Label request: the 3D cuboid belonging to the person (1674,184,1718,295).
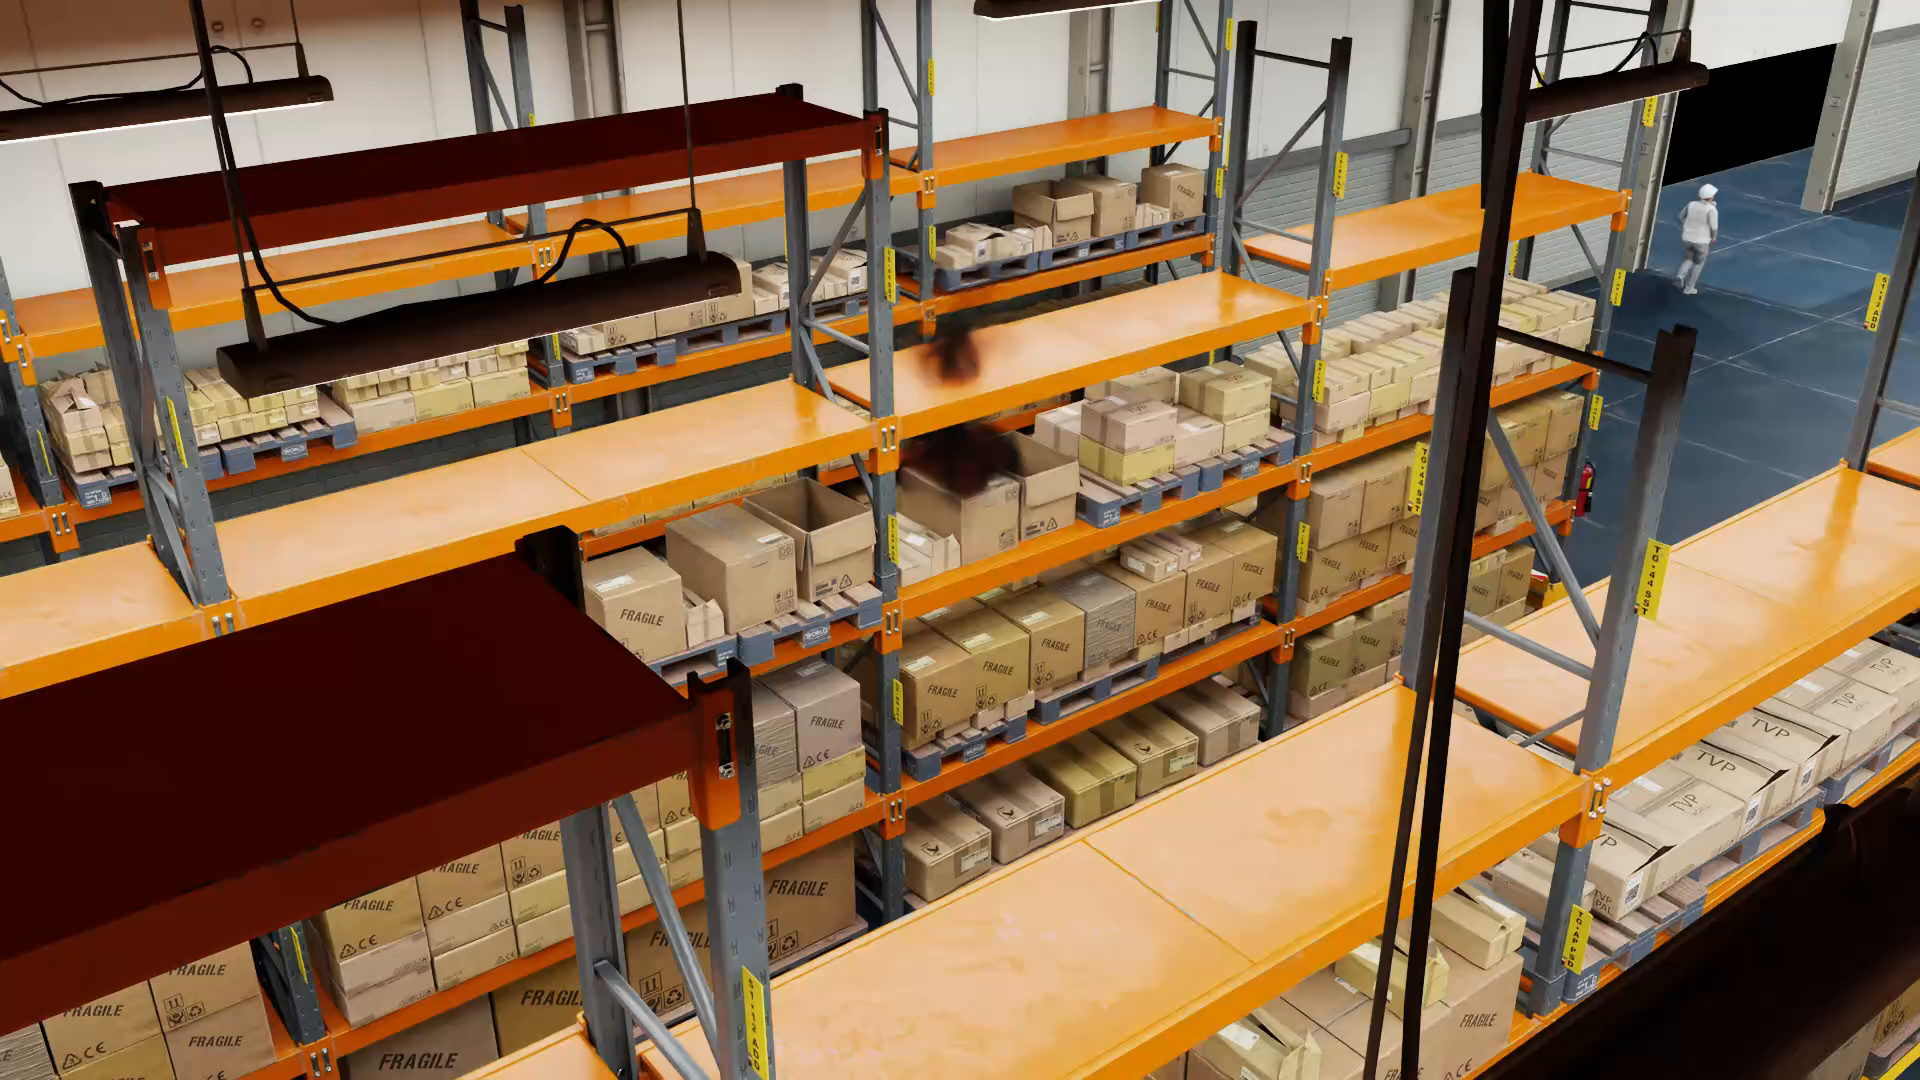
[{"bbox_3d":[11.302,-4.609,25.573,0.578,1.746,0.660,-20,33,-35],"label":"person"}]
